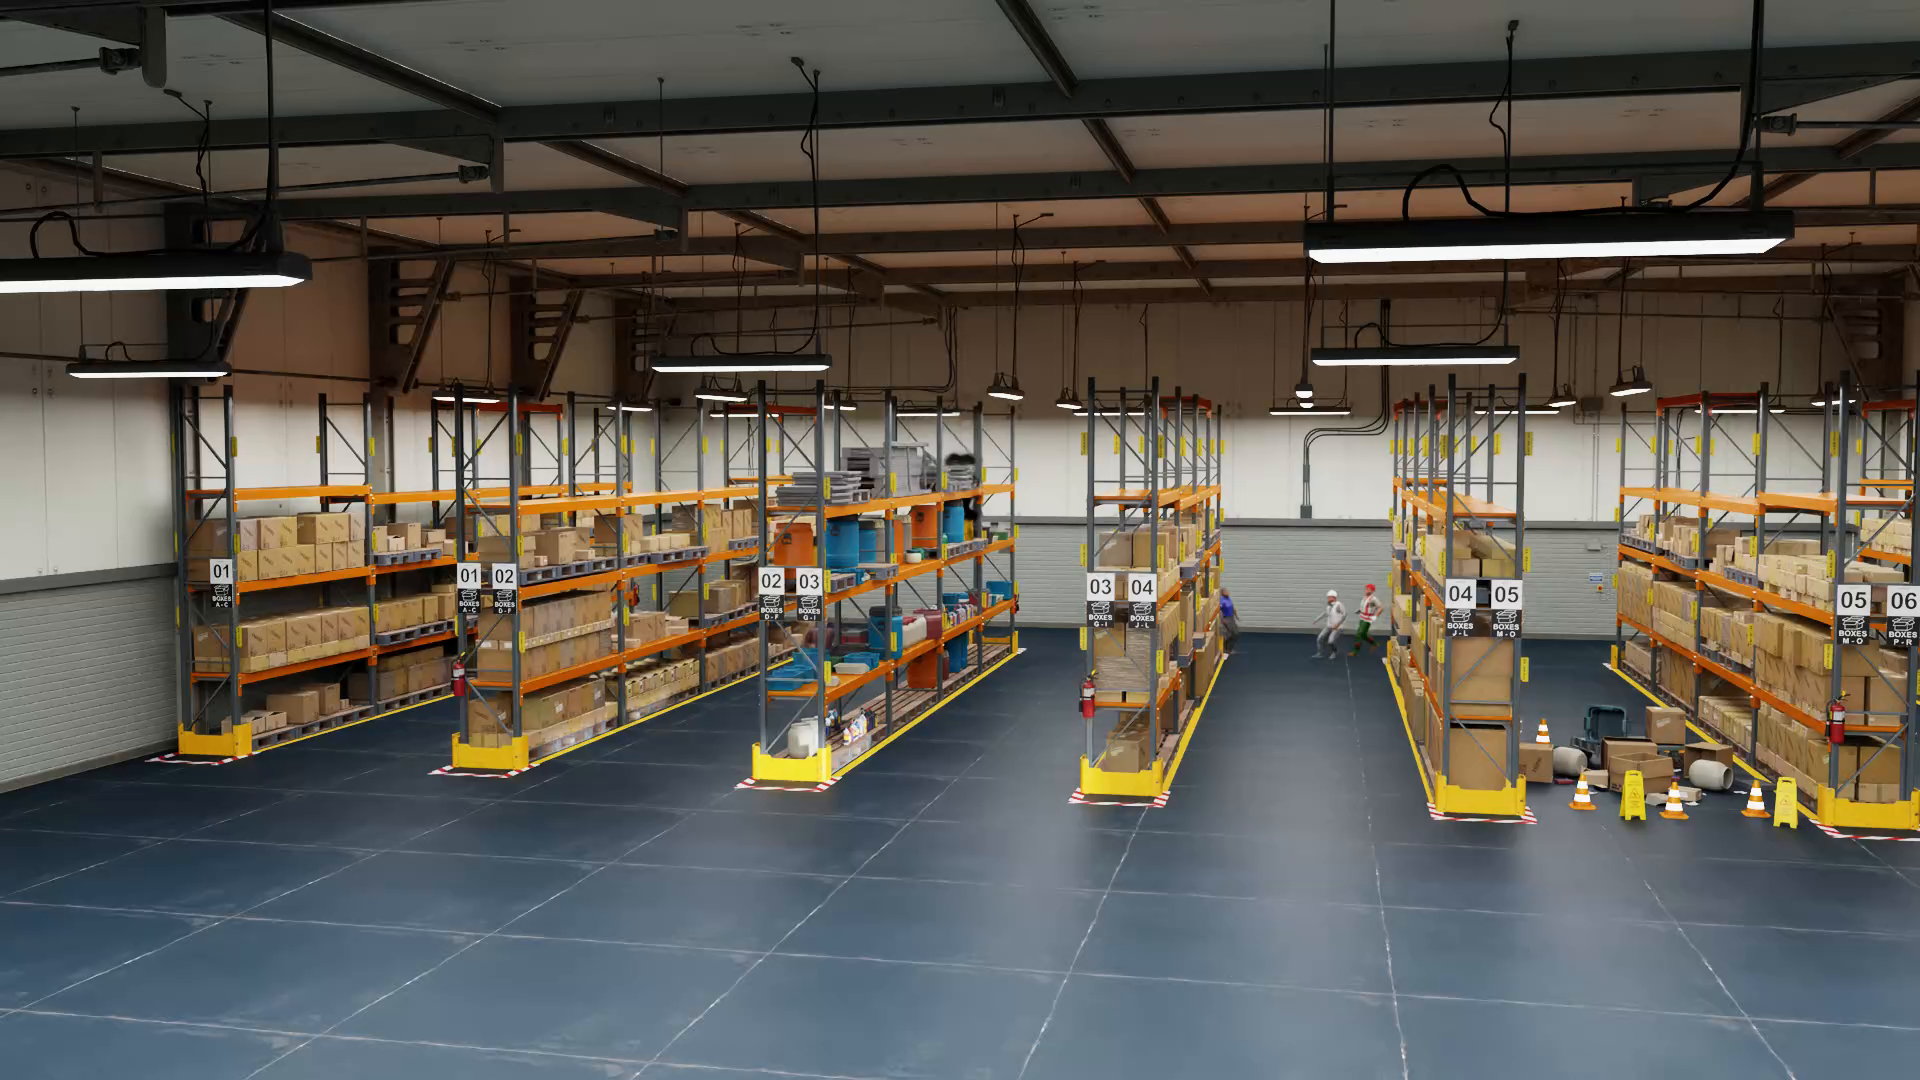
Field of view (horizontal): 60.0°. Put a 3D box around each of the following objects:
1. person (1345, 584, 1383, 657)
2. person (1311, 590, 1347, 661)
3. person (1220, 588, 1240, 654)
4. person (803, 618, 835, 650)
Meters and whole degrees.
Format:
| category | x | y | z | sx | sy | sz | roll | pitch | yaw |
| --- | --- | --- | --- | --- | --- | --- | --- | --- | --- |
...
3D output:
| category | x | y | z | sx | sy | sz | roll | pitch | yaw |
| --- | --- | --- | --- | --- | --- | --- | --- | --- | --- |
| person | 9.677 | 1.906 | 39.515 | 0.933 | 1.743 | 0.720 | -1 | 3 | -16 |
| person | 8.692 | 2.001 | 39.006 | 0.504 | 1.665 | 0.881 | -2 | 4 | -35 |
| person | 6.529 | 1.971 | 40.248 | 0.487 | 1.600 | 0.631 | 3 | 4 | 43 |
| person | -2.630 | 2.354 | 31.820 | 0.675 | 1.846 | 0.959 | 1 | 3 | 16 |
